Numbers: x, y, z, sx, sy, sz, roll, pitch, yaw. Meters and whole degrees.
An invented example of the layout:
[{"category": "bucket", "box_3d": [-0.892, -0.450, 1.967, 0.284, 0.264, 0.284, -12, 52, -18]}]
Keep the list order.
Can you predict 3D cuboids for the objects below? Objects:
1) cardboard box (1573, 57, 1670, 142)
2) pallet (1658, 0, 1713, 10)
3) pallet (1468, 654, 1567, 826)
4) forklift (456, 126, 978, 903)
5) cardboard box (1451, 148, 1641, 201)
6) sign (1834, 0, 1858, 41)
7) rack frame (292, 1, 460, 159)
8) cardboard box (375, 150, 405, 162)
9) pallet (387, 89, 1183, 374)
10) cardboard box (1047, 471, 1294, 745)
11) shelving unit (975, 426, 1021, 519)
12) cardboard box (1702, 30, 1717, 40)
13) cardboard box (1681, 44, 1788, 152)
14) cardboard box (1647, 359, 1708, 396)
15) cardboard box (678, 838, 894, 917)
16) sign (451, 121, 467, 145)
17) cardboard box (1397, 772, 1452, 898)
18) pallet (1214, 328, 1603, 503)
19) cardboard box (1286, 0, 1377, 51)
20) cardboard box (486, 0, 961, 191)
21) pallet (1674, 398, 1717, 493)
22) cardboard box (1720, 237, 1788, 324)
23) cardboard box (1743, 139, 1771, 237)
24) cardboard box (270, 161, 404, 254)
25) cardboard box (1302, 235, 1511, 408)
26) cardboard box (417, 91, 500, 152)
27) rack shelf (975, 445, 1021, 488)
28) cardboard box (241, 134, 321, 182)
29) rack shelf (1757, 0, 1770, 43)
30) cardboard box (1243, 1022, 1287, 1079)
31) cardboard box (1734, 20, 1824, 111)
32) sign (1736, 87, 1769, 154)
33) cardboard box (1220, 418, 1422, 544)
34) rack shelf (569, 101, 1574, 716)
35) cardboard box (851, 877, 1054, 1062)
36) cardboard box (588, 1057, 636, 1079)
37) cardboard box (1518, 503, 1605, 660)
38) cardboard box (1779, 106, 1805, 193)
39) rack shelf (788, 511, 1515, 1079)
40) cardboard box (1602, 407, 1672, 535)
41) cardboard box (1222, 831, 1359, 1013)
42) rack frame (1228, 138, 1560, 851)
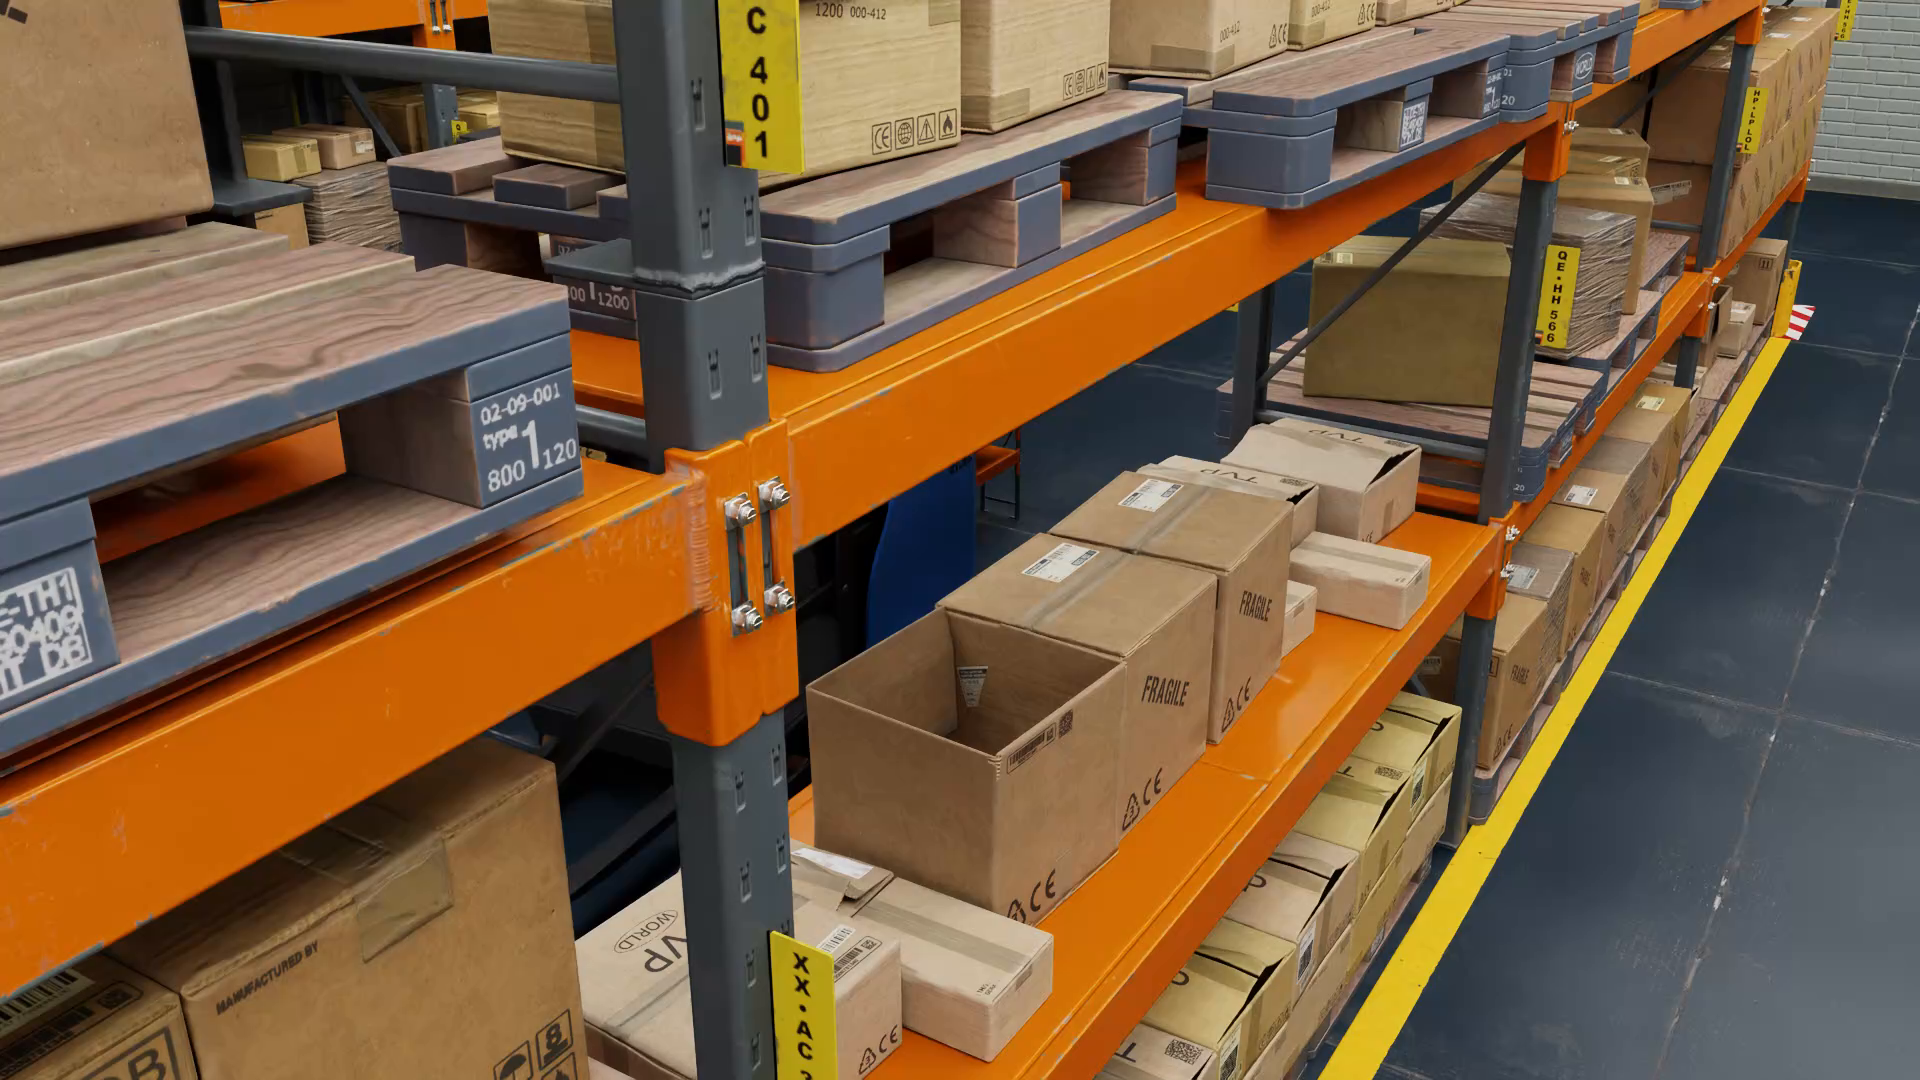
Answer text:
[{"category": "cardboard box", "box_3d": [3.588, -2.438, 9.222, 0.500, 0.500, 0.500, 14, 27, 29]}, {"category": "pallet", "box_3d": [2.593, -2.443, 7.077, 1.213, 0.211, 1.003, 14, 27, 29]}, {"category": "pallet", "box_3d": [1.857, 0.677, 6.920, 1.003, 0.211, 1.213, 14, 27, 29]}, {"category": "forklift", "box_3d": [-1.030, -0.478, 6.164, 1.130, 2.935, 3.031, 11, 26, 24]}, {"category": "cardboard box", "box_3d": [2.792, -1.589, 7.989, 0.700, 0.500, 0.500, 19, 30, 37]}, {"category": "sign", "box_3d": [6.112, -3.612, 11.462, 0.100, 0.325, 0.005, 14, 27, 29]}, {"category": "rack frame", "box_3d": [-2.779, -1.395, 8.197, 1.000, 3.000, 0.127, 14, 27, 29]}, {"category": "cardboard box", "box_3d": [-2.754, -1.801, 8.610, 0.500, 0.500, 0.500, 14, 27, 29]}, {"category": "pallet", "box_3d": [-0.225, -0.597, 2.819, 0.805, 0.209, 1.217, 13, 26, 27]}, {"category": "cardboard box", "box_3d": [0.560, 0.166, 4.466, 0.500, 0.500, 0.500, 12, 26, 26]}, {"category": "shelving unit", "box_3d": [0.087, -0.606, 8.641, 0.258, 1.200, 0.503, 14, 27, 29]}, {"category": "cardboard box", "box_3d": [4.388, -2.951, 10.407, 0.500, 0.500, 0.500, 14, 27, 28]}, {"category": "cardboard box", "box_3d": [4.301, -2.487, 9.336, 0.500, 0.500, 0.500, 13, 27, 27]}, {"category": "cardboard box", "box_3d": [4.394, -1.000, 10.298, 0.380, 0.166, 0.250, 14, 27, 29]}, {"category": "cardboard box", "box_3d": [-0.371, 0.718, 3.484, 0.396, 0.266, 0.258, 13, 27, 28]}, {"category": "sign", "box_3d": [-2.313, -1.780, 7.727, 0.100, 0.325, 0.005, 14, 27, 29]}, {"category": "cardboard box", "box_3d": [1.361, 0.940, 5.737, 0.500, 0.250, 0.500, 15, 27, 30]}, {"category": "pallet", "box_3d": [1.729, -0.514, 6.403, 1.213, 0.211, 1.003, 14, 27, 29]}, {"category": "cardboard box", "box_3d": [0.667, -1.322, 3.913, 0.500, 0.250, 0.500, 13, 27, 28]}, {"category": "cardboard box", "box_3d": [-0.346, -0.715, 2.510, 0.500, 0.250, 0.500, 17, 29, 34]}, {"category": "pallet", "box_3d": [3.904, -0.660, 10.010, 1.003, 0.211, 1.213, 14, 27, 29]}, {"category": "cardboard box", "box_3d": [5.574, -1.878, 11.905, 0.500, 0.500, 0.500, 14, 27, 29]}, {"category": "cardboard box", "box_3d": [4.309, -2.043, 9.567, 0.500, 0.500, 0.500, 14, 27, 30]}, {"category": "cardboard box", "box_3d": [-3.019, -1.482, 7.718, 0.700, 0.500, 0.500, 11, 26, 23]}, {"category": "cardboard box", "box_3d": [1.668, -0.833, 6.244, 0.700, 0.500, 0.500, 5, 24, 11]}, {"category": "cardboard box", "box_3d": [-2.305, -2.040, 8.217, 0.500, 0.250, 0.500, 15, 27, 30]}, {"category": "rack shelf", "box_3d": [0.087, -0.363, 8.746, 0.258, 0.148, 0.480, 14, 27, 29]}, {"category": "cardboard box", "box_3d": [-3.093, -1.706, 7.419, 0.380, 0.149, 0.250, 9, 25, 20]}, {"category": "rack shelf", "box_3d": [4.596, -3.430, 10.027, 1.077, 0.370, 4.000, 14, 27, 29]}, {"category": "cardboard box", "box_3d": [0.555, 1.458, 4.540, 0.500, 0.250, 0.500, 14, 27, 30]}, {"category": "cardboard box", "box_3d": [5.115, -3.009, 10.540, 0.500, 0.500, 0.500, 15, 27, 30]}, {"category": "sign", "box_3d": [4.015, -2.125, 8.425, 0.100, 0.325, 0.005, 14, 27, 29]}, {"category": "cardboard box", "box_3d": [1.202, -0.204, 5.557, 0.500, 0.311, 0.500, 16, 28, 32]}, {"category": "rack shelf", "box_3d": [0.376, -0.730, 3.790, 1.077, 0.370, 4.000, 14, 27, 29]}, {"category": "cardboard box", "box_3d": [-0.038, 0.851, 3.325, 0.380, 0.149, 0.250, 14, 27, 29]}, {"category": "cardboard box", "box_3d": [-0.640, 0.785, 2.219, 0.380, 0.149, 0.250, 14, 27, 29]}, {"category": "cardboard box", "box_3d": [2.454, 0.147, 7.227, 0.500, 0.500, 0.500, 13, 27, 28]}, {"category": "cardboard box", "box_3d": [5.108, -2.553, 10.746, 0.500, 0.500, 0.500, 14, 27, 29]}, {"category": "rack shelf", "box_3d": [0.376, 0.647, 4.386, 1.077, 0.370, 4.000, 14, 27, 29]}, {"category": "cardboard box", "box_3d": [3.256, -0.371, 8.425, 0.500, 0.500, 0.500, 14, 27, 29]}, {"category": "cardboard box", "box_3d": [0.827, 1.028, 4.825, 0.500, 0.311, 0.500, 14, 27, 29]}, {"category": "rack frame", "box_3d": [1.431, -0.358, 5.802, 1.000, 3.000, 0.127, 14, 27, 29]}]
